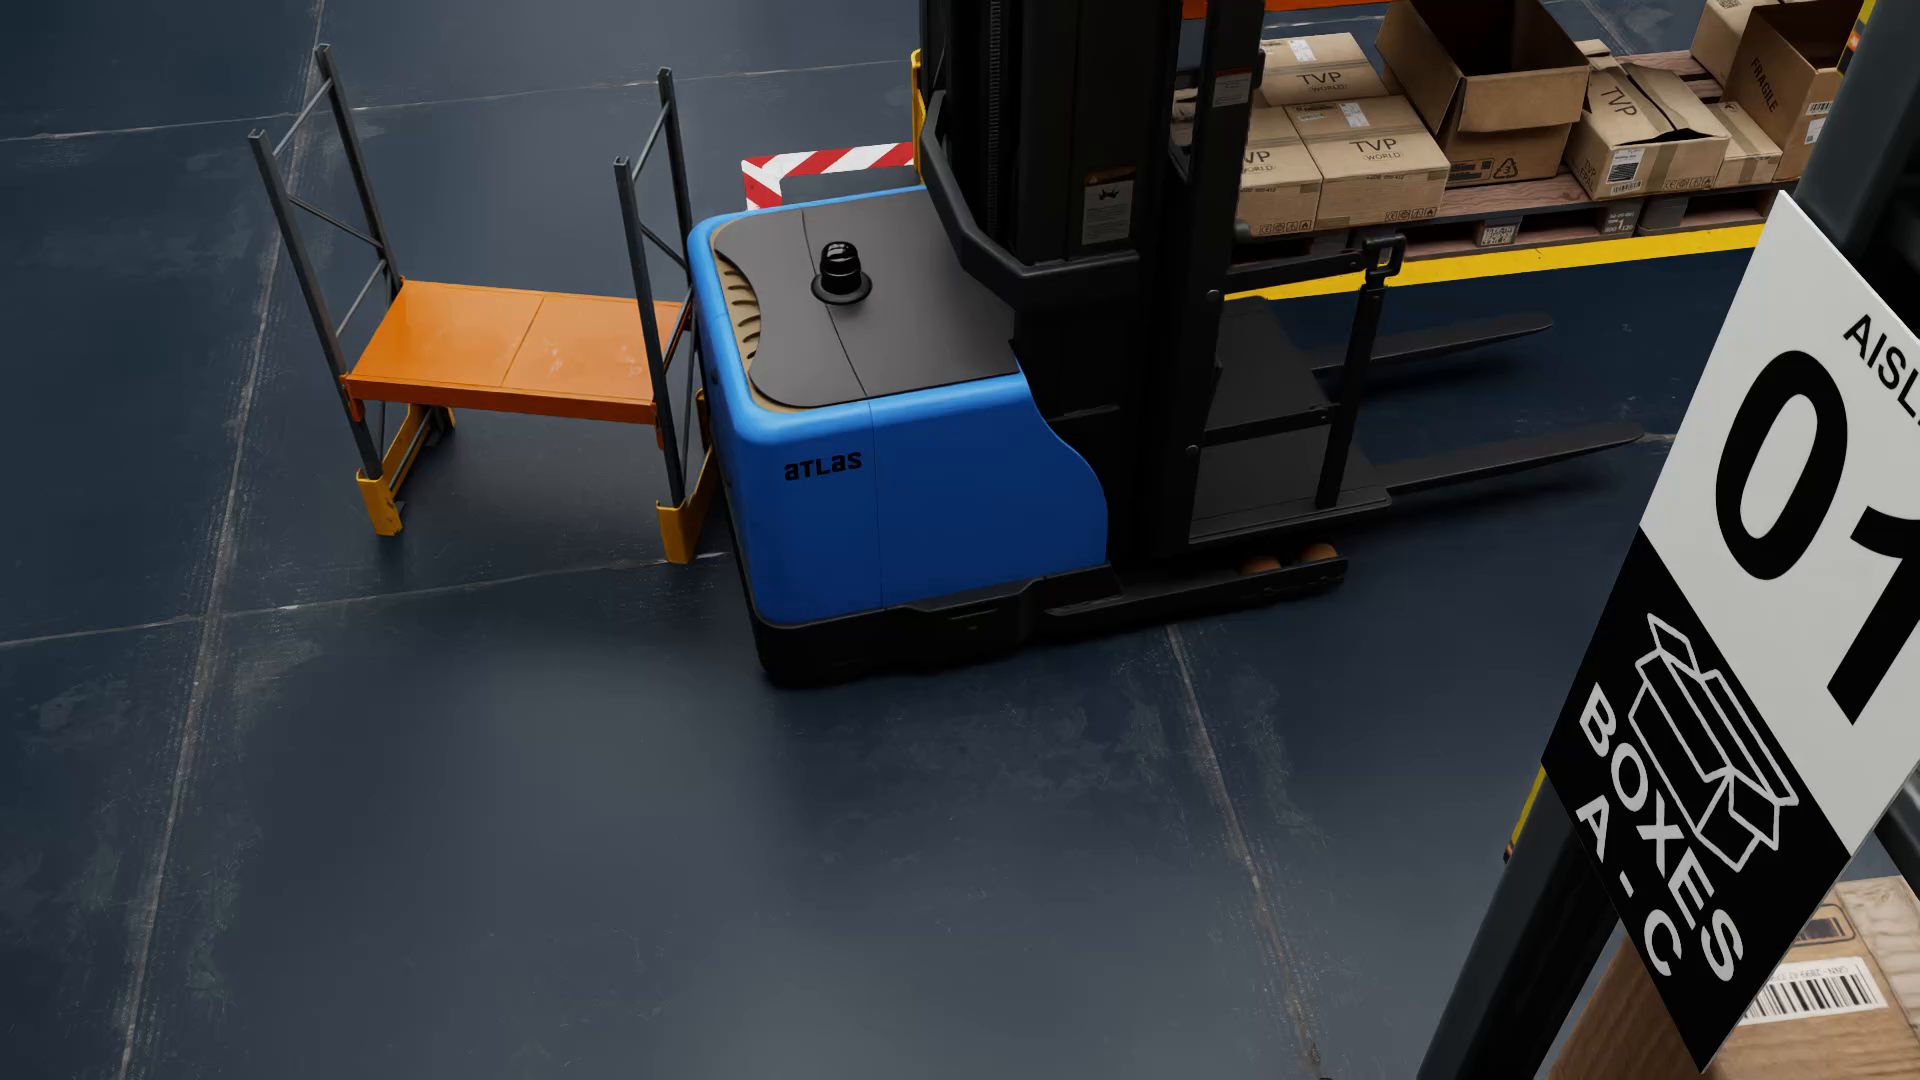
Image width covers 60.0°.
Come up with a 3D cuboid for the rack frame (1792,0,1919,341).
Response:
[{"bbox_3d":[0.834,-0.852,0.102,0.127,3.000,1.000,-7,46,-7],"label":"rack frame"}]

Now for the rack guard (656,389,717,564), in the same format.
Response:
[{"bbox_3d":[-0.891,-0.219,5.567,0.087,0.250,0.587,5,46,5],"label":"rack guard"}]

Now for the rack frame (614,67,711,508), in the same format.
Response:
[{"bbox_3d":[-0.871,-0.651,5.116,0.032,1.500,0.500,5,46,5],"label":"rack frame"}]

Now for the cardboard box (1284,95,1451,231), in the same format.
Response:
[{"bbox_3d":[1.556,-1.472,6.469,0.500,0.250,0.500,-7,46,-7],"label":"cardboard box"}]

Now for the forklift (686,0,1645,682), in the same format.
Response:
[{"bbox_3d":[0.745,-1.170,4.622,3.031,2.935,1.130,-11,47,-10],"label":"forklift"}]

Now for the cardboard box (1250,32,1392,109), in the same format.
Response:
[{"bbox_3d":[1.421,-1.820,6.805,0.500,0.250,0.500,-7,46,-7],"label":"cardboard box"}]

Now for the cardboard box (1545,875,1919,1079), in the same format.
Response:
[{"bbox_3d":[1.335,1.056,2.221,0.700,0.700,0.980,-5,46,-5],"label":"cardboard box"}]

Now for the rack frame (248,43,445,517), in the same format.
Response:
[{"bbox_3d":[-1.879,-0.745,5.207,0.032,1.500,0.500,5,46,5],"label":"rack frame"}]

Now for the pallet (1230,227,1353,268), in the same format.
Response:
[{"bbox_3d":[0.846,-1.425,6.757,1.213,0.211,1.003,-7,46,-7],"label":"pallet"}]

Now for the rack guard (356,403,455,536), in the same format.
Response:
[{"bbox_3d":[-1.878,-0.312,5.657,0.087,0.250,0.587,5,46,5],"label":"rack guard"}]

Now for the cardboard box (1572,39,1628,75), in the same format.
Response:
[{"bbox_3d":[2.626,-1.934,6.972,0.250,0.166,0.380,-7,46,-7],"label":"cardboard box"}]

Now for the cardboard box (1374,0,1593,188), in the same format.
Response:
[{"bbox_3d":[2.077,-1.828,6.636,0.637,0.503,0.797,-7,46,-7],"label":"cardboard box"}]

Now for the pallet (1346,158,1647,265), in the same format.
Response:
[{"bbox_3d":[2.046,-1.572,6.899,1.213,0.211,1.003,-7,46,-7],"label":"pallet"}]

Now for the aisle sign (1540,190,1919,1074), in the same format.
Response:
[{"bbox_3d":[0.712,0.124,1.522,0.004,0.787,0.394,-7,46,-7],"label":"aisle sign"}]

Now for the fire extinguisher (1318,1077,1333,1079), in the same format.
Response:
[{"bbox_3d":[0.607,1.077,2.722,0.183,0.674,0.296,-7,46,-7],"label":"fire extinguisher"}]

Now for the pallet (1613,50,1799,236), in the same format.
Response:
[{"bbox_3d":[3.251,-1.725,7.045,1.213,0.211,1.003,-7,46,-7],"label":"pallet"}]

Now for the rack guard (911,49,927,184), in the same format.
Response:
[{"bbox_3d":[0.061,-1.427,6.557,0.348,0.500,1.175,-7,46,-7],"label":"rack guard"}]

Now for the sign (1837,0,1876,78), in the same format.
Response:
[{"bbox_3d":[0.756,-0.477,1.264,0.005,0.325,0.100,-7,46,-7],"label":"sign"}]

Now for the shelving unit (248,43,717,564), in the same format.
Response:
[{"bbox_3d":[-1.384,-0.699,5.162,1.083,1.500,0.587,5,46,5],"label":"shelving unit"}]

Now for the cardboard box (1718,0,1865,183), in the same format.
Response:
[{"bbox_3d":[3.414,-1.790,6.602,0.500,0.500,0.500,-7,46,-7],"label":"cardboard box"}]

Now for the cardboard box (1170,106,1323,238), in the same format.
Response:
[{"bbox_3d":[1.063,-1.410,6.410,0.500,0.250,0.500,-7,46,-7],"label":"cardboard box"}]

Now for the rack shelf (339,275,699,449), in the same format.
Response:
[{"bbox_3d":[-1.375,-0.573,5.291,1.000,0.185,0.538,5,46,5],"label":"rack shelf"}]

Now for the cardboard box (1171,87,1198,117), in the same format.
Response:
[{"bbox_3d":[0.894,-1.682,6.729,0.250,0.166,0.380,-7,46,-7],"label":"cardboard box"}]

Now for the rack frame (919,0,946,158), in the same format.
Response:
[{"bbox_3d":[-0.014,-2.285,5.648,0.127,3.000,1.000,-7,46,-7],"label":"rack frame"}]

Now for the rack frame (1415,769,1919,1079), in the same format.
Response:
[{"bbox_3d":[0.834,1.230,2.262,0.127,3.000,1.000,-7,46,-7],"label":"rack frame"}]

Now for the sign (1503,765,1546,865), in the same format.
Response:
[{"bbox_3d":[0.756,0.359,2.132,0.005,0.325,0.100,-7,46,-7],"label":"sign"}]

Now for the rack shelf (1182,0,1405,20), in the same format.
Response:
[{"bbox_3d":[1.957,-2.281,6.144,4.000,0.370,1.077,-7,46,-7],"label":"rack shelf"}]

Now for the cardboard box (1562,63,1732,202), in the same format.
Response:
[{"bbox_3d":[2.675,-1.632,6.581,0.500,0.311,0.500,-7,46,-7],"label":"cardboard box"}]

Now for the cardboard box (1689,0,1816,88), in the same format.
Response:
[{"bbox_3d":[3.477,-2.097,7.030,0.500,0.311,0.500,-7,46,-7],"label":"cardboard box"}]

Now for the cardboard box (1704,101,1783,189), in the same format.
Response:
[{"bbox_3d":[3.055,-1.579,6.643,0.250,0.149,0.380,-7,46,-7],"label":"cardboard box"}]
